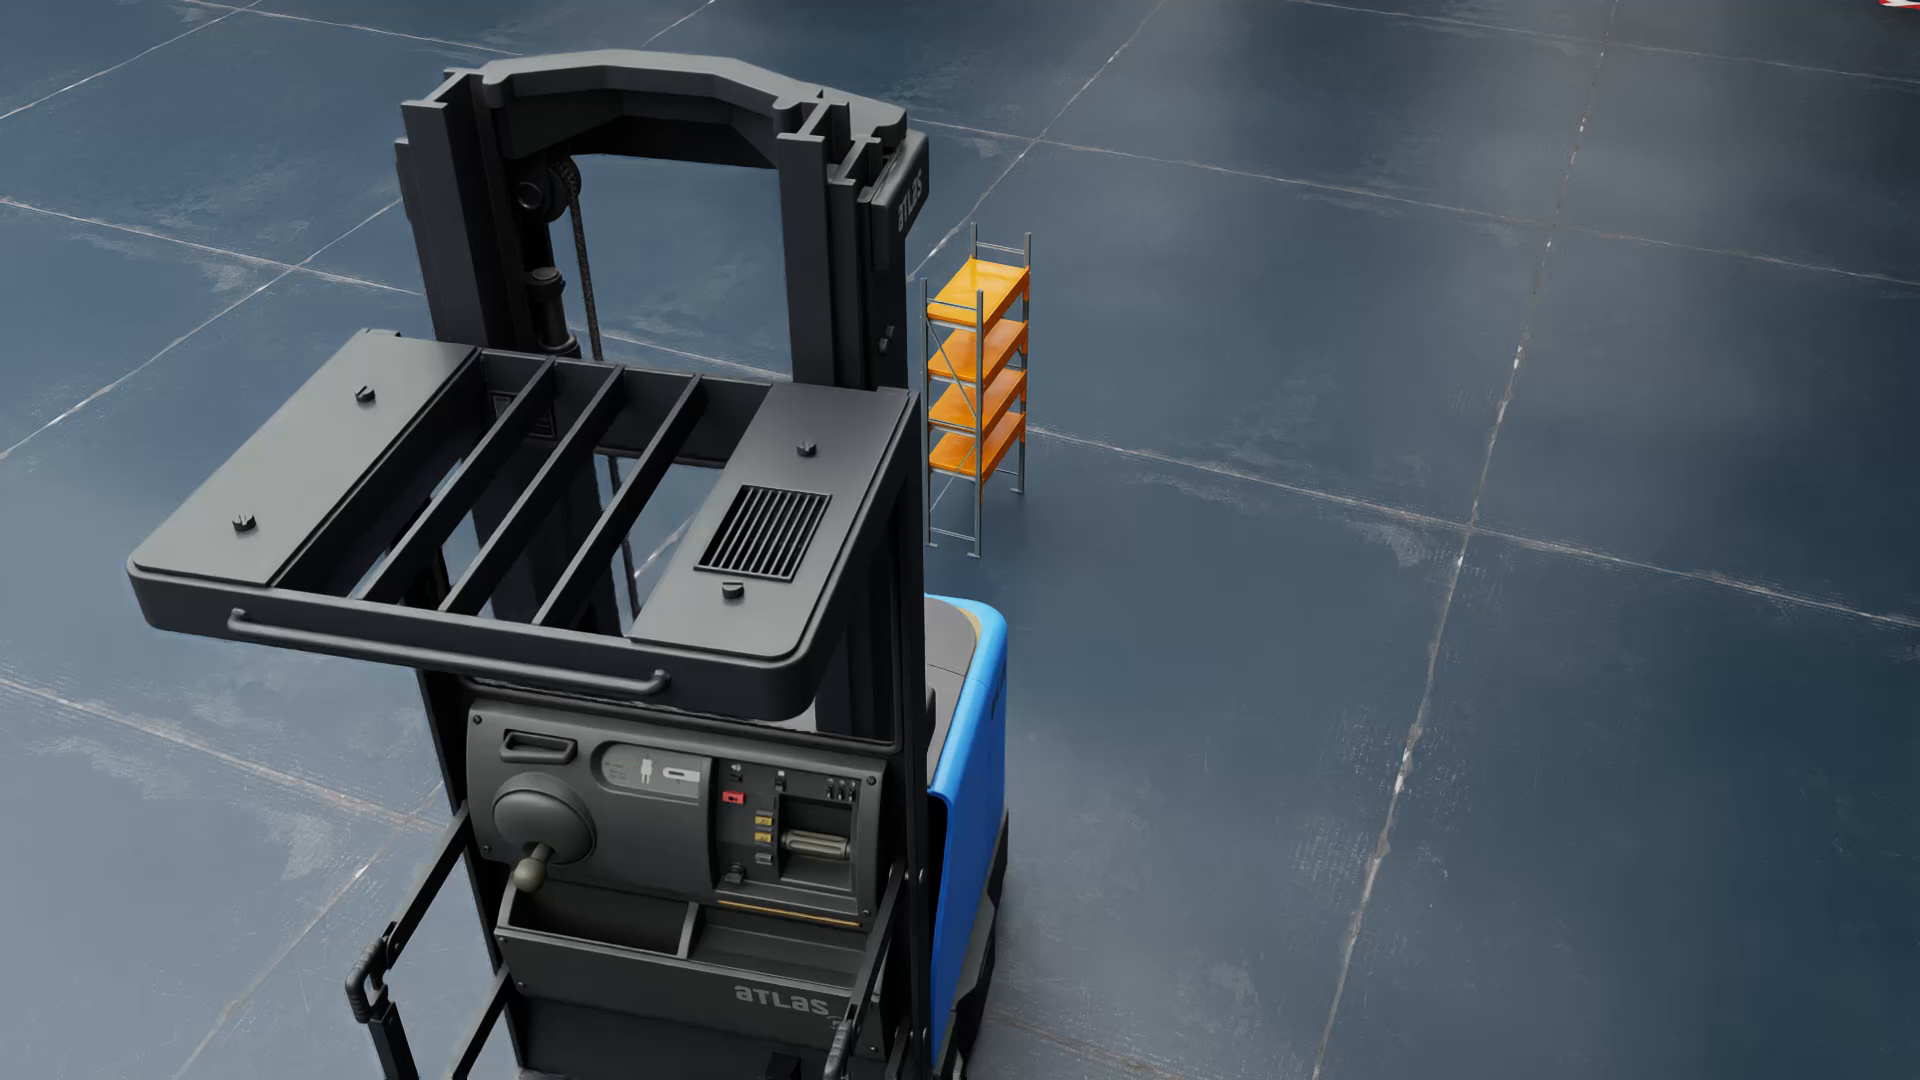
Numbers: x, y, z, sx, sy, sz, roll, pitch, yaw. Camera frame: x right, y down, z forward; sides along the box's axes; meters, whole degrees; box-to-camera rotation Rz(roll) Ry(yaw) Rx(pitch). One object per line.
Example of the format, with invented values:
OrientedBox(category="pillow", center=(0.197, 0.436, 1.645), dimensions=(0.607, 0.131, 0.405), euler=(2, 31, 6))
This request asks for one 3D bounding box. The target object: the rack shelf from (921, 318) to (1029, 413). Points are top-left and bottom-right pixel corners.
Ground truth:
OrientedBox(category="rack shelf", center=(0.063, -0.698, 6.420), dimensions=(0.258, 0.148, 0.480), euler=(14, 39, 18))

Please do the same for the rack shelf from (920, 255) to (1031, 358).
OrientedBox(category="rack shelf", center=(0.063, -0.887, 6.278), dimensions=(0.258, 0.148, 0.480), euler=(14, 39, 18))

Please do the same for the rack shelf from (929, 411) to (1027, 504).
OrientedBox(category="rack shelf", center=(0.063, -0.359, 6.673), dimensions=(0.258, 0.148, 0.480), euler=(14, 39, 18))

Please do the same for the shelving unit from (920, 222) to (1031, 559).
OrientedBox(category="shelving unit", center=(0.063, -0.572, 6.513), dimensions=(0.258, 1.200, 0.503), euler=(14, 39, 18))

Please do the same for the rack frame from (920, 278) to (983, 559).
OrientedBox(category="rack frame", center=(-0.030, -0.437, 6.333), dimensions=(0.240, 1.200, 0.015), euler=(14, 39, 18))

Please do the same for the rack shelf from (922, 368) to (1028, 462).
OrientedBox(category="rack shelf", center=(0.063, -0.518, 6.554), dimensions=(0.258, 0.148, 0.480), euler=(14, 39, 18))

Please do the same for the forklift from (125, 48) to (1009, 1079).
OrientedBox(category="forklift", center=(-0.663, 0.668, 3.408), dimensions=(1.130, 2.935, 3.031), euler=(7, 37, 10))

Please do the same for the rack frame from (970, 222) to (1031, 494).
OrientedBox(category="rack frame", center=(0.156, -0.707, 6.694), dimensions=(0.240, 1.200, 0.015), euler=(14, 39, 18))
